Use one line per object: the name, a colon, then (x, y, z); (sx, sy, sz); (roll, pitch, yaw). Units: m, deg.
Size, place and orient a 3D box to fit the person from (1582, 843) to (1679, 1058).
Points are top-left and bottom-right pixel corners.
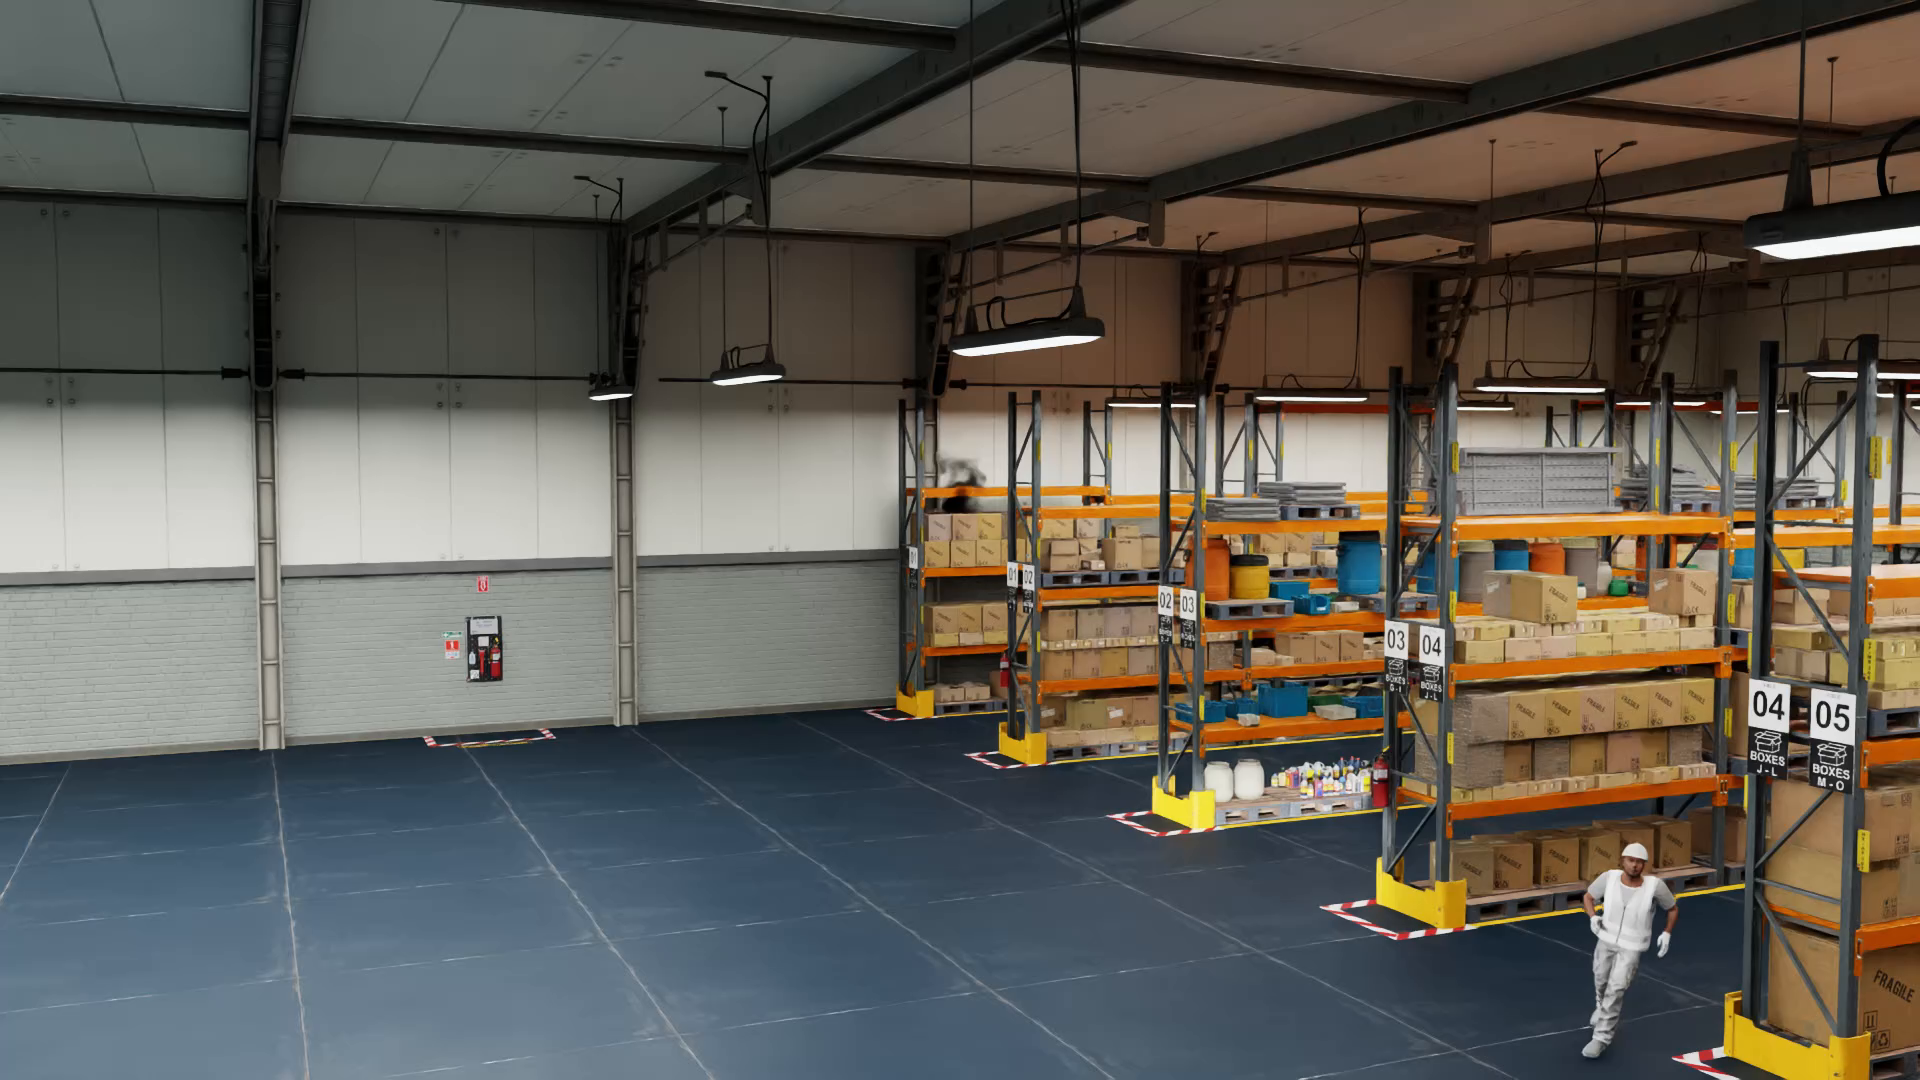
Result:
person: (5.641, 3.440, 14.124); (0.741, 1.757, 0.981); (3, 4, 38)
